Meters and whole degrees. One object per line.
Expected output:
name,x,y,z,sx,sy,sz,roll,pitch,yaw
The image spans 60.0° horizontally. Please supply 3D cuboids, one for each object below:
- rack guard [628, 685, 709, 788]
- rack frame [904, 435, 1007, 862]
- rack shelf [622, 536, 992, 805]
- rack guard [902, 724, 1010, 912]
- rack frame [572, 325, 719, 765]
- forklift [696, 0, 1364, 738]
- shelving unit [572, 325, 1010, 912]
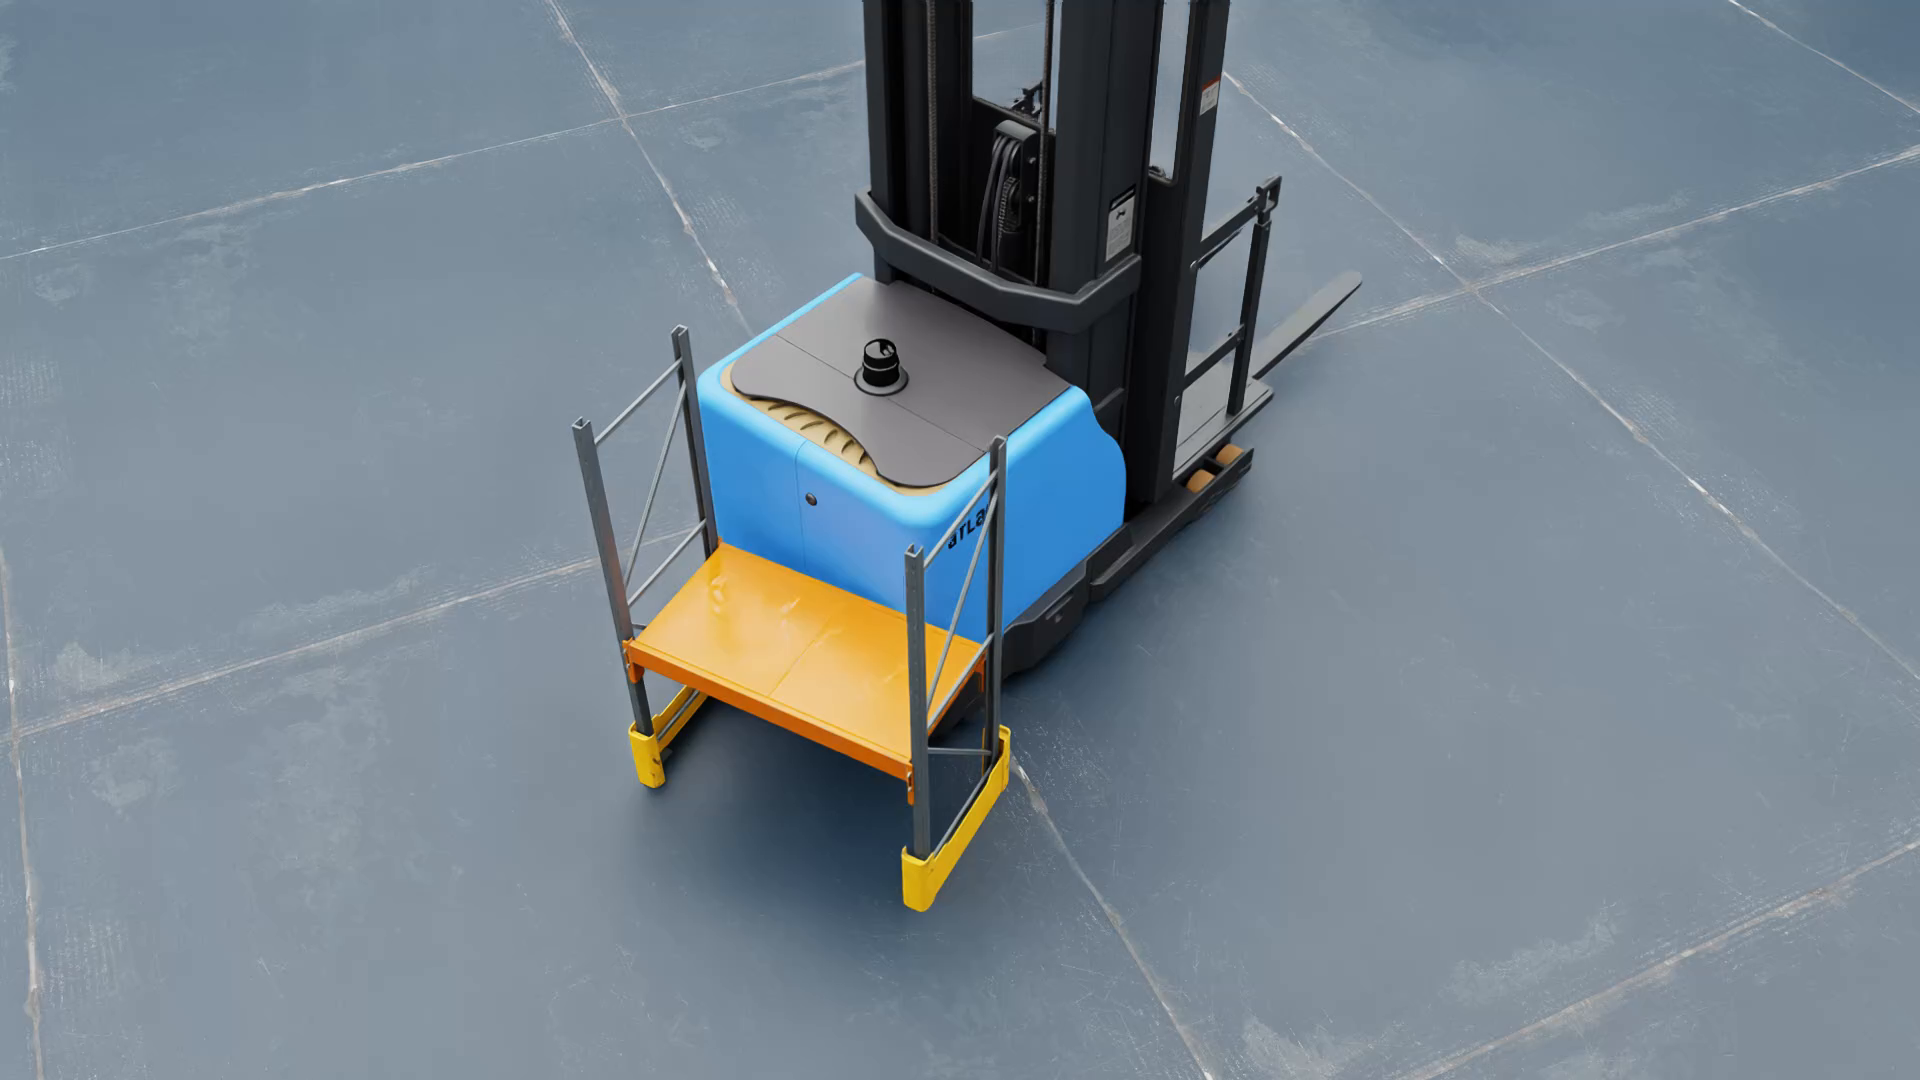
rack guard,-0.886,0.531,5.533,0.087,0.250,0.587,21,48,20
rack frame,-0.006,0.416,4.761,0.032,1.500,0.500,21,48,20
rack shelf,-0.455,0.376,5.057,1.000,0.185,0.538,21,48,20
rack guard,-0.007,0.860,5.200,0.087,0.250,0.587,21,48,20
rack frame,-0.903,0.080,5.101,0.032,1.500,0.500,21,48,20
forklift,0.481,-1.353,5.535,1.130,2.935,3.031,31,52,28
shelving unit,-0.447,0.251,4.928,1.083,1.500,0.587,21,48,20
